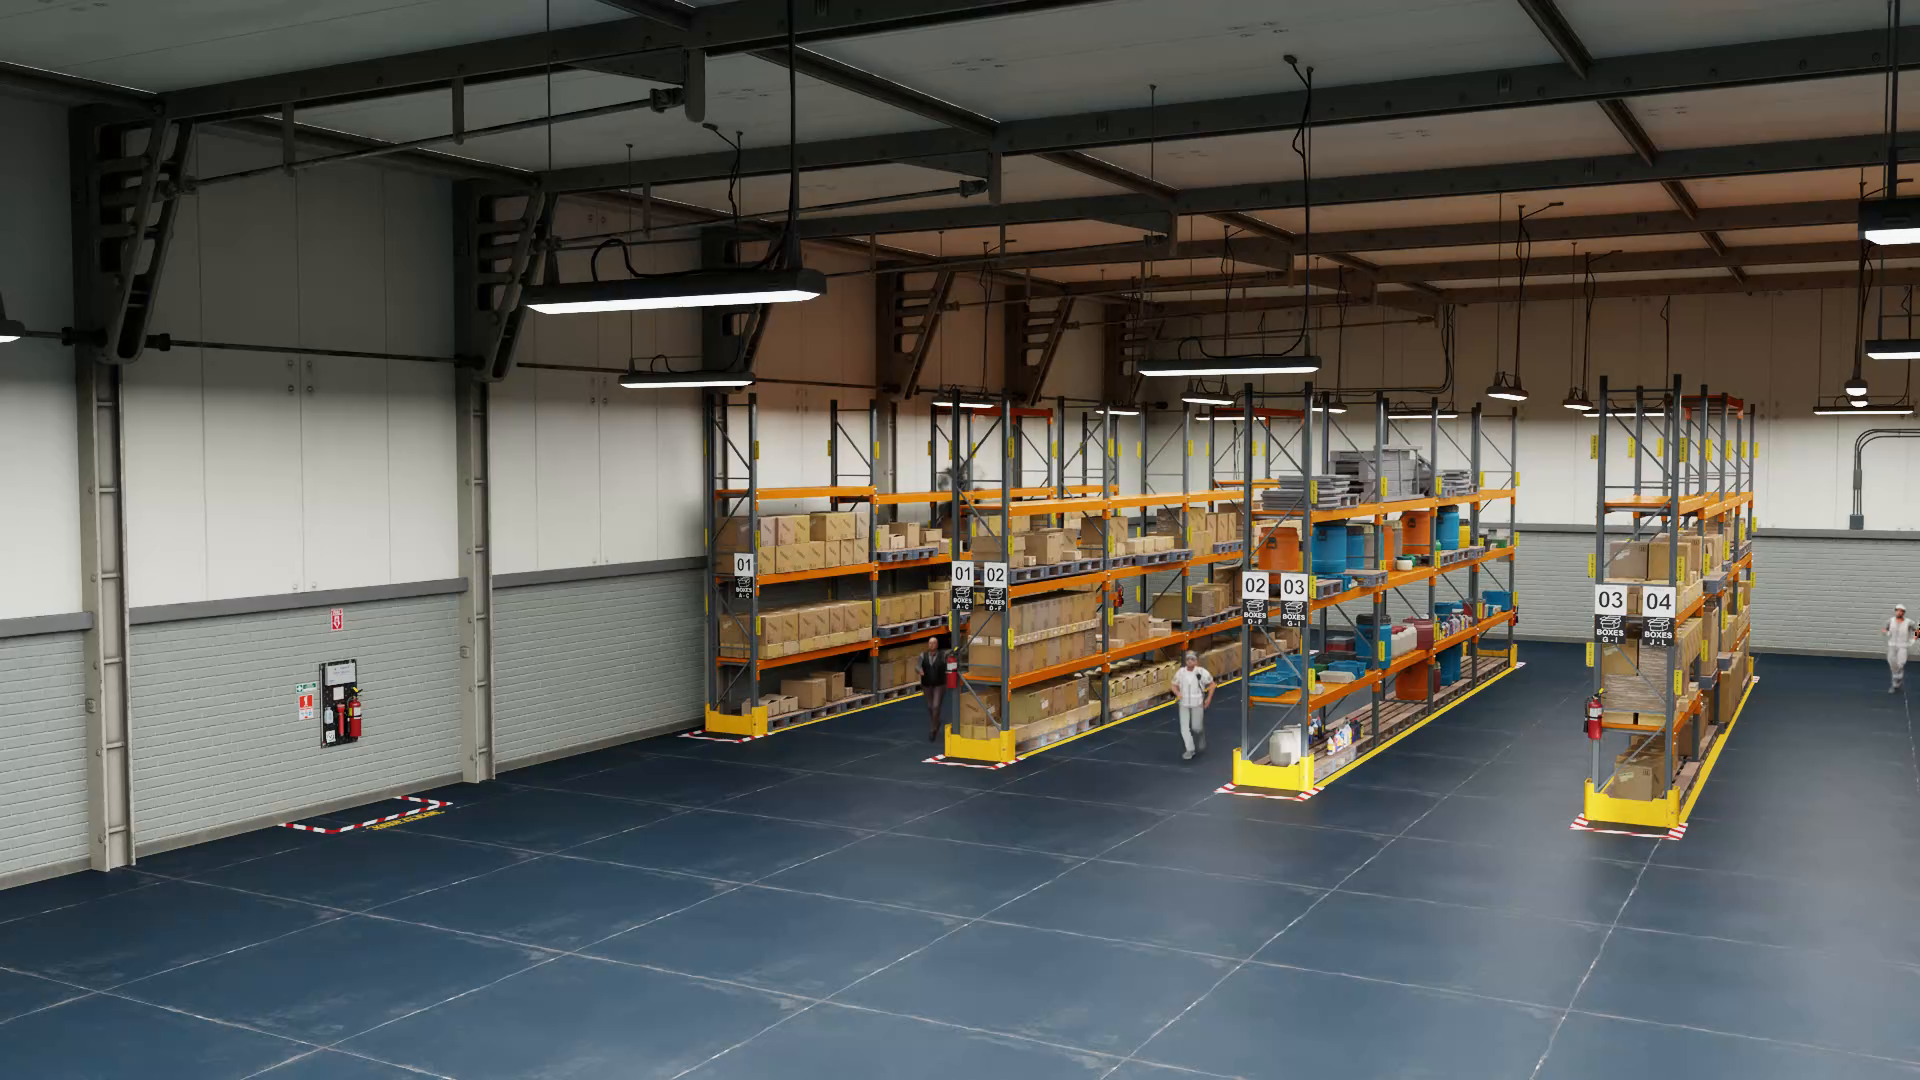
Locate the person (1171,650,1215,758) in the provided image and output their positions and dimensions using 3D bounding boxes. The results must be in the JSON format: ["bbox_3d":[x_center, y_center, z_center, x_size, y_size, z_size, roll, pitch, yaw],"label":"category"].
[{"bbox_3d":[3.770,2.669,27.080,0.705,1.753,0.612,1,3,18],"label":"person"}]

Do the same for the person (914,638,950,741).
[{"bbox_3d":[-0.473,2.563,28.963,0.647,1.733,0.914,1,3,16],"label":"person"}]

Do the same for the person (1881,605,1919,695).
[{"bbox_3d":[19.301,2.237,34.237,0.864,1.816,0.670,-3,4,-40],"label":"person"}]
